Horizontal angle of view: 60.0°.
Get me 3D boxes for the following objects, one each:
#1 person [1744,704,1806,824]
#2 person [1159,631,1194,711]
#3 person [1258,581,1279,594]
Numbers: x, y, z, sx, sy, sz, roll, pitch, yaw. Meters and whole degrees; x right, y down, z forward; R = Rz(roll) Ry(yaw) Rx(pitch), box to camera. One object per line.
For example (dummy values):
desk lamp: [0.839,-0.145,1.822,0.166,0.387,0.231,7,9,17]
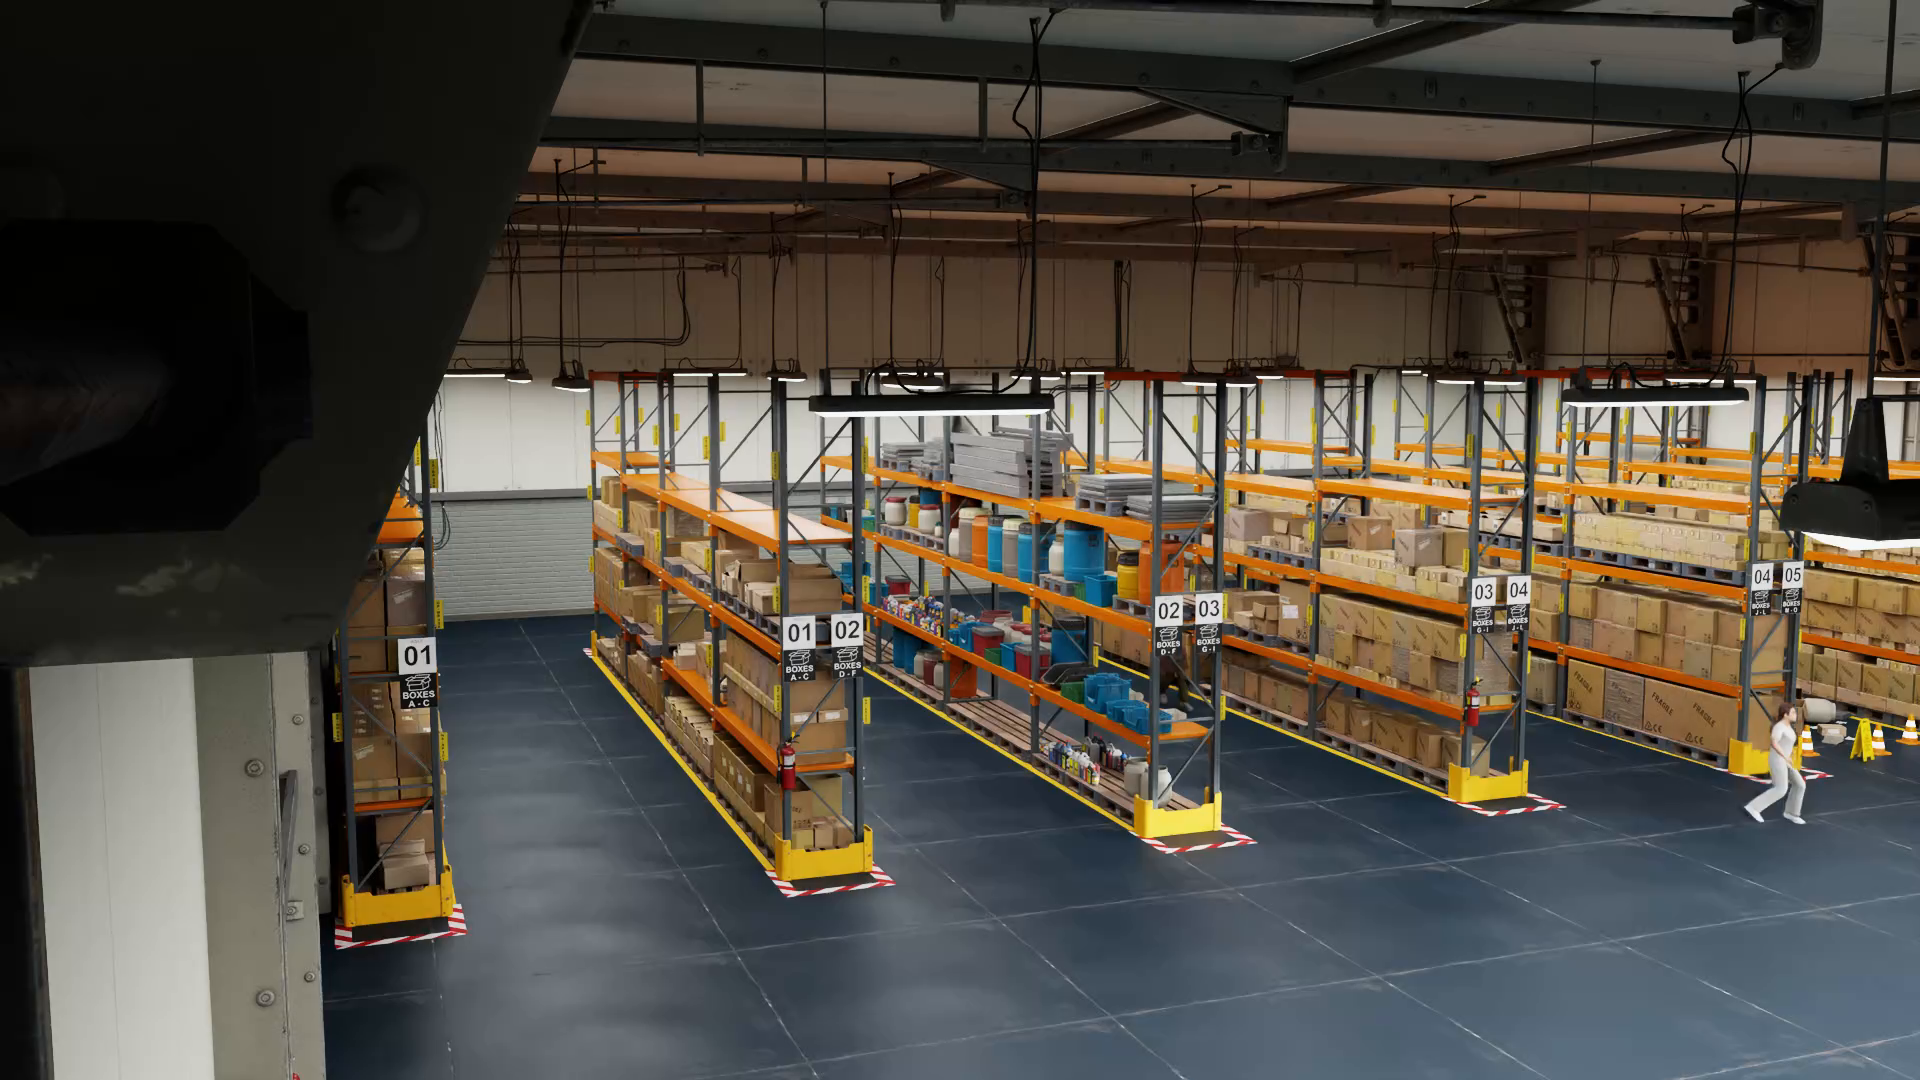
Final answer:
person: [11.058,3.036,22.458,0.718,1.666,0.797,4,8,33]
person: [3.823,2.111,29.696,0.711,1.758,1.034,-3,7,-26]
person: [7.681,0.915,41.128,0.630,1.694,0.716,3,7,28]
